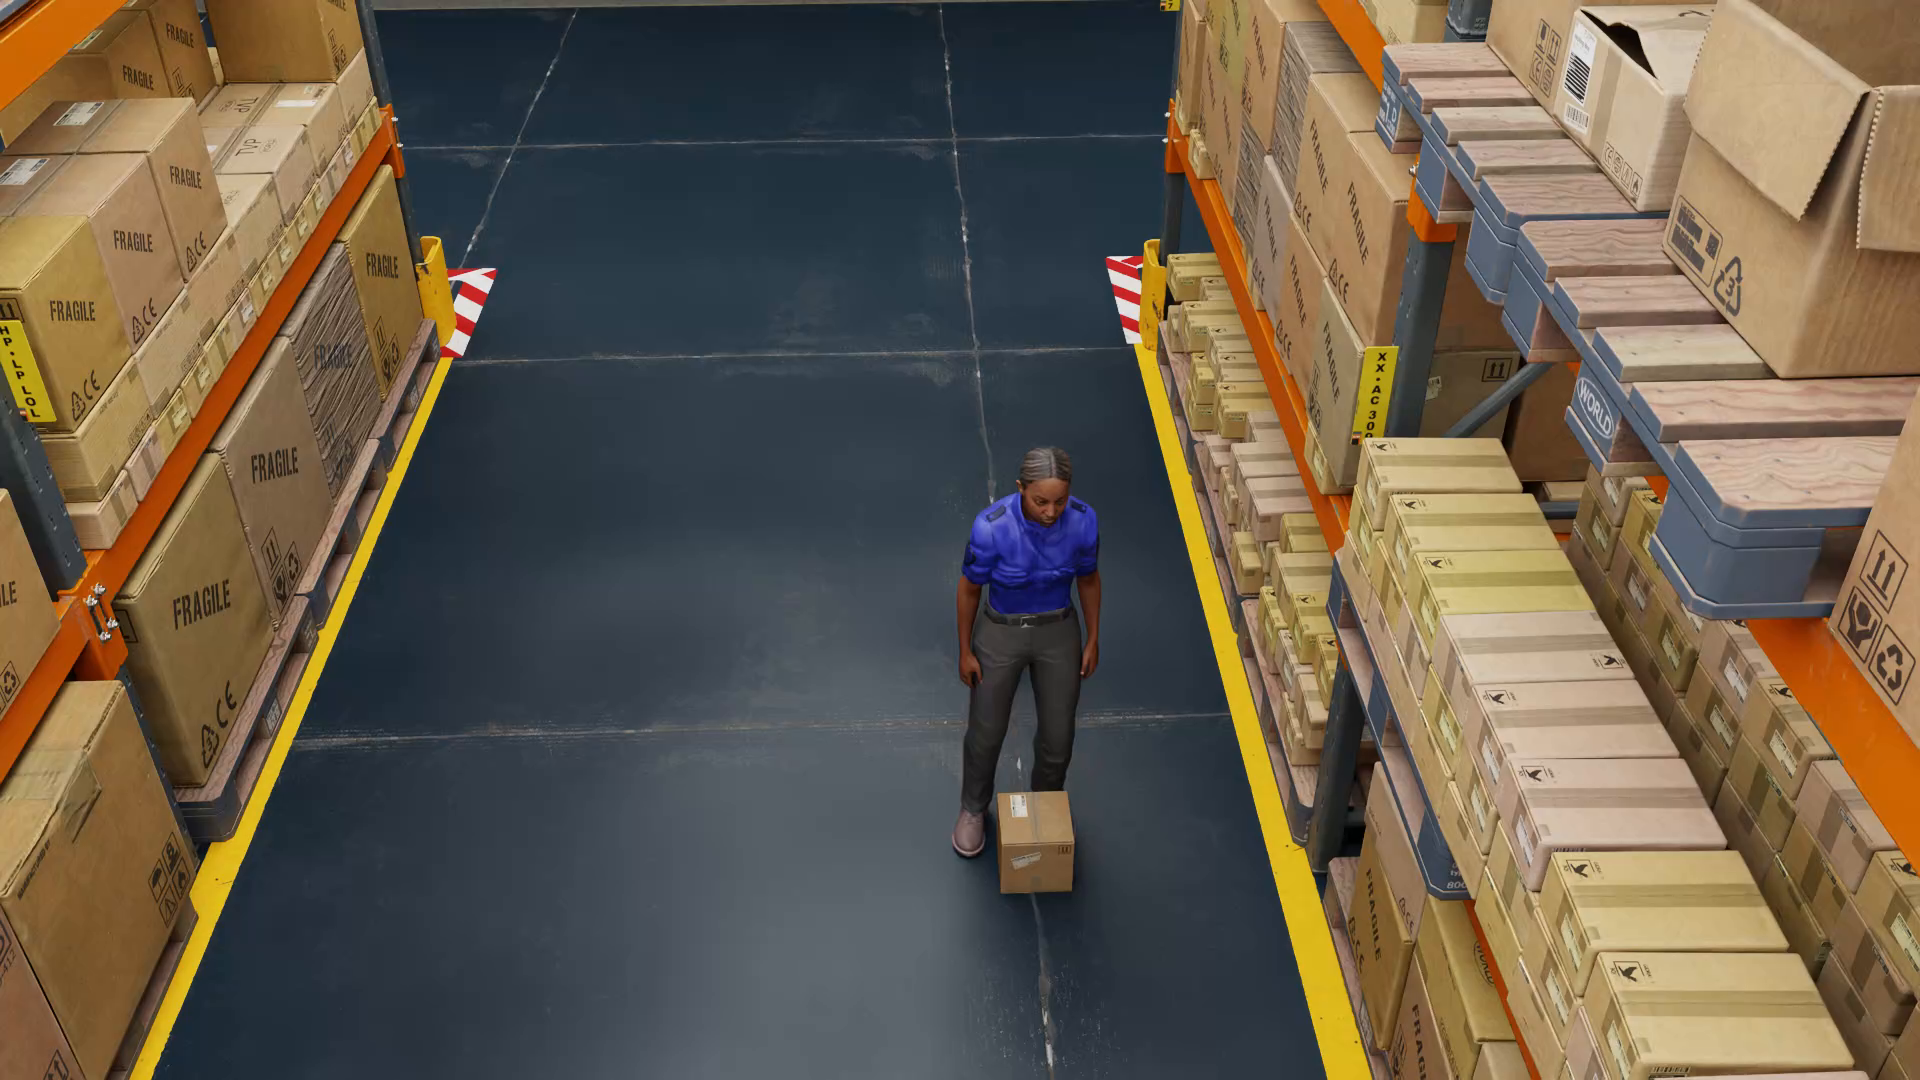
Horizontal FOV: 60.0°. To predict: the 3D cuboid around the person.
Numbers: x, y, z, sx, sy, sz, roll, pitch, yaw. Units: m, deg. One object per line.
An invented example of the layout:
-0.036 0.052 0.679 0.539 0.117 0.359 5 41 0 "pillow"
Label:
0.221 0.360 5.646 0.527 1.653 0.350 -5 36 -7 "person"
